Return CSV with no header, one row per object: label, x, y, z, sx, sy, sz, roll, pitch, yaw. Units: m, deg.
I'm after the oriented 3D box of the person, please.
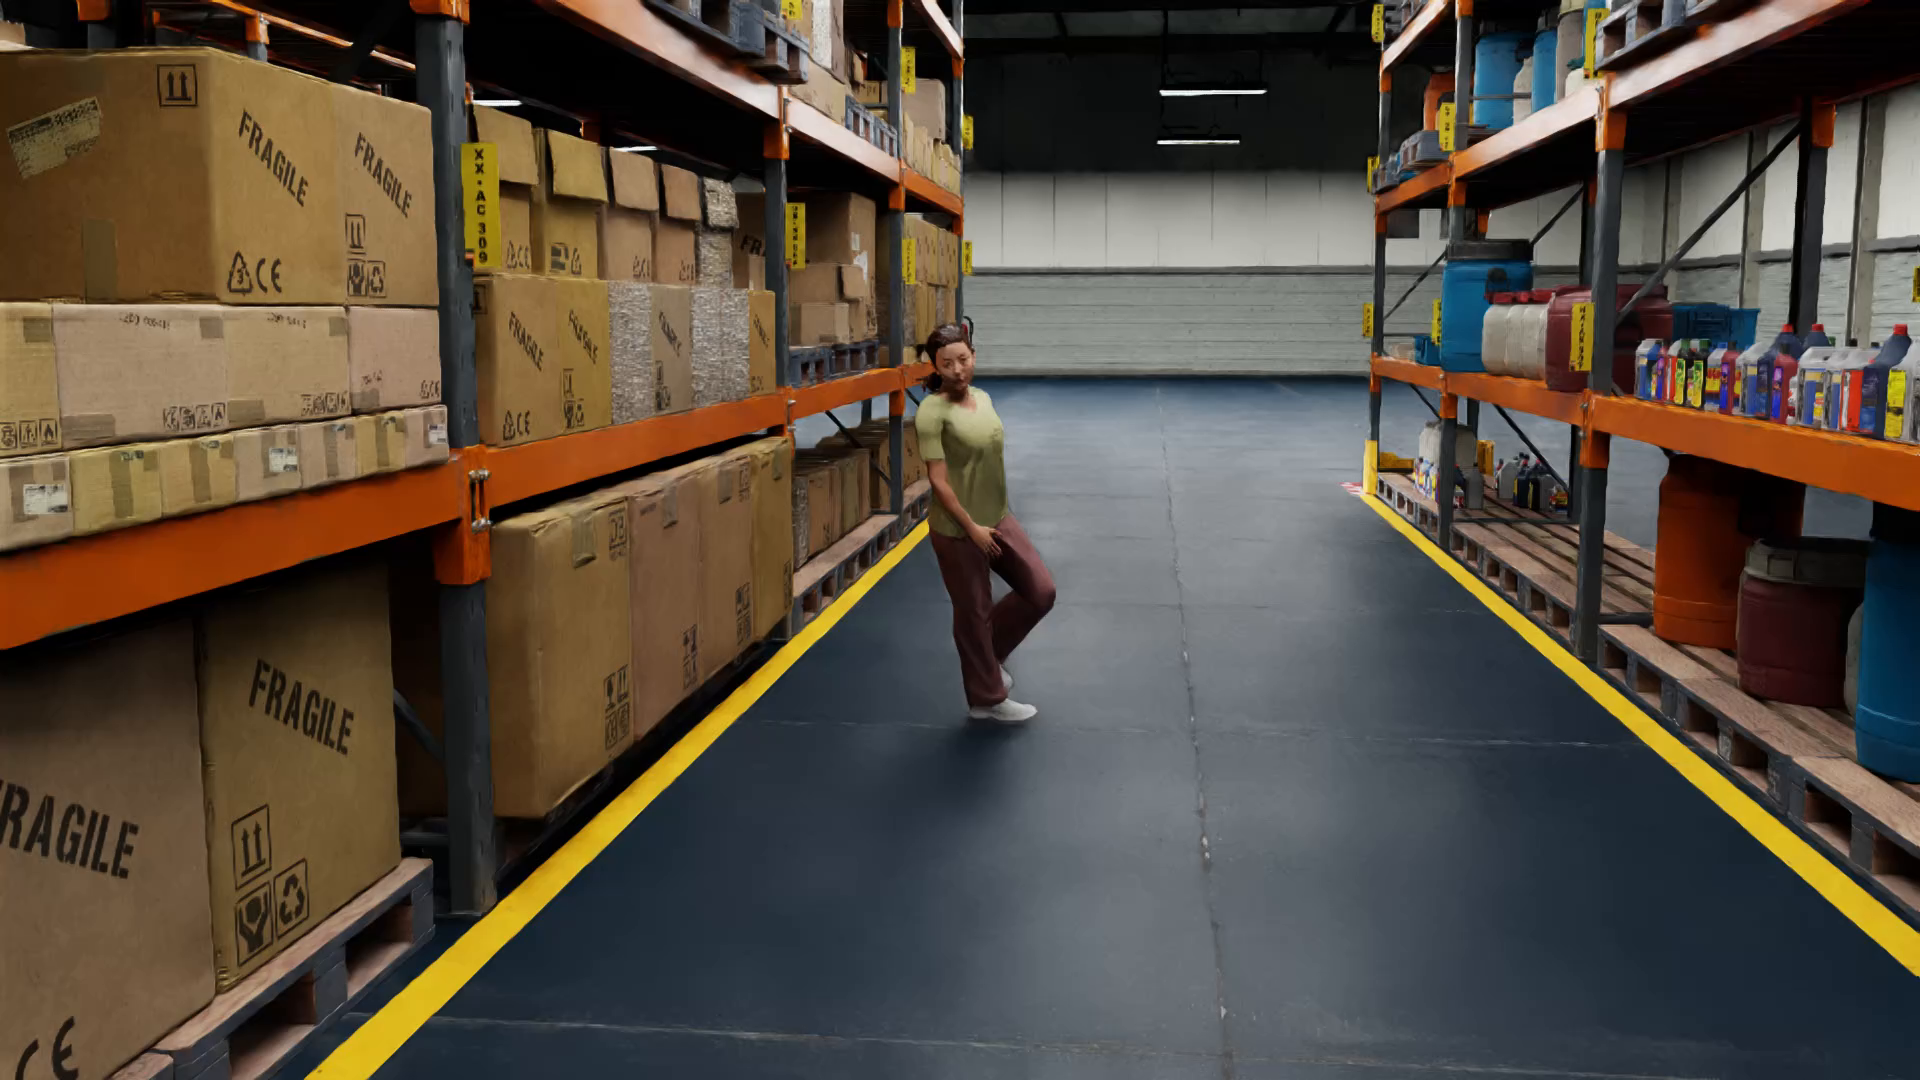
person,0.086,-0.053,6.693,0.494,1.634,0.652,6,10,39
